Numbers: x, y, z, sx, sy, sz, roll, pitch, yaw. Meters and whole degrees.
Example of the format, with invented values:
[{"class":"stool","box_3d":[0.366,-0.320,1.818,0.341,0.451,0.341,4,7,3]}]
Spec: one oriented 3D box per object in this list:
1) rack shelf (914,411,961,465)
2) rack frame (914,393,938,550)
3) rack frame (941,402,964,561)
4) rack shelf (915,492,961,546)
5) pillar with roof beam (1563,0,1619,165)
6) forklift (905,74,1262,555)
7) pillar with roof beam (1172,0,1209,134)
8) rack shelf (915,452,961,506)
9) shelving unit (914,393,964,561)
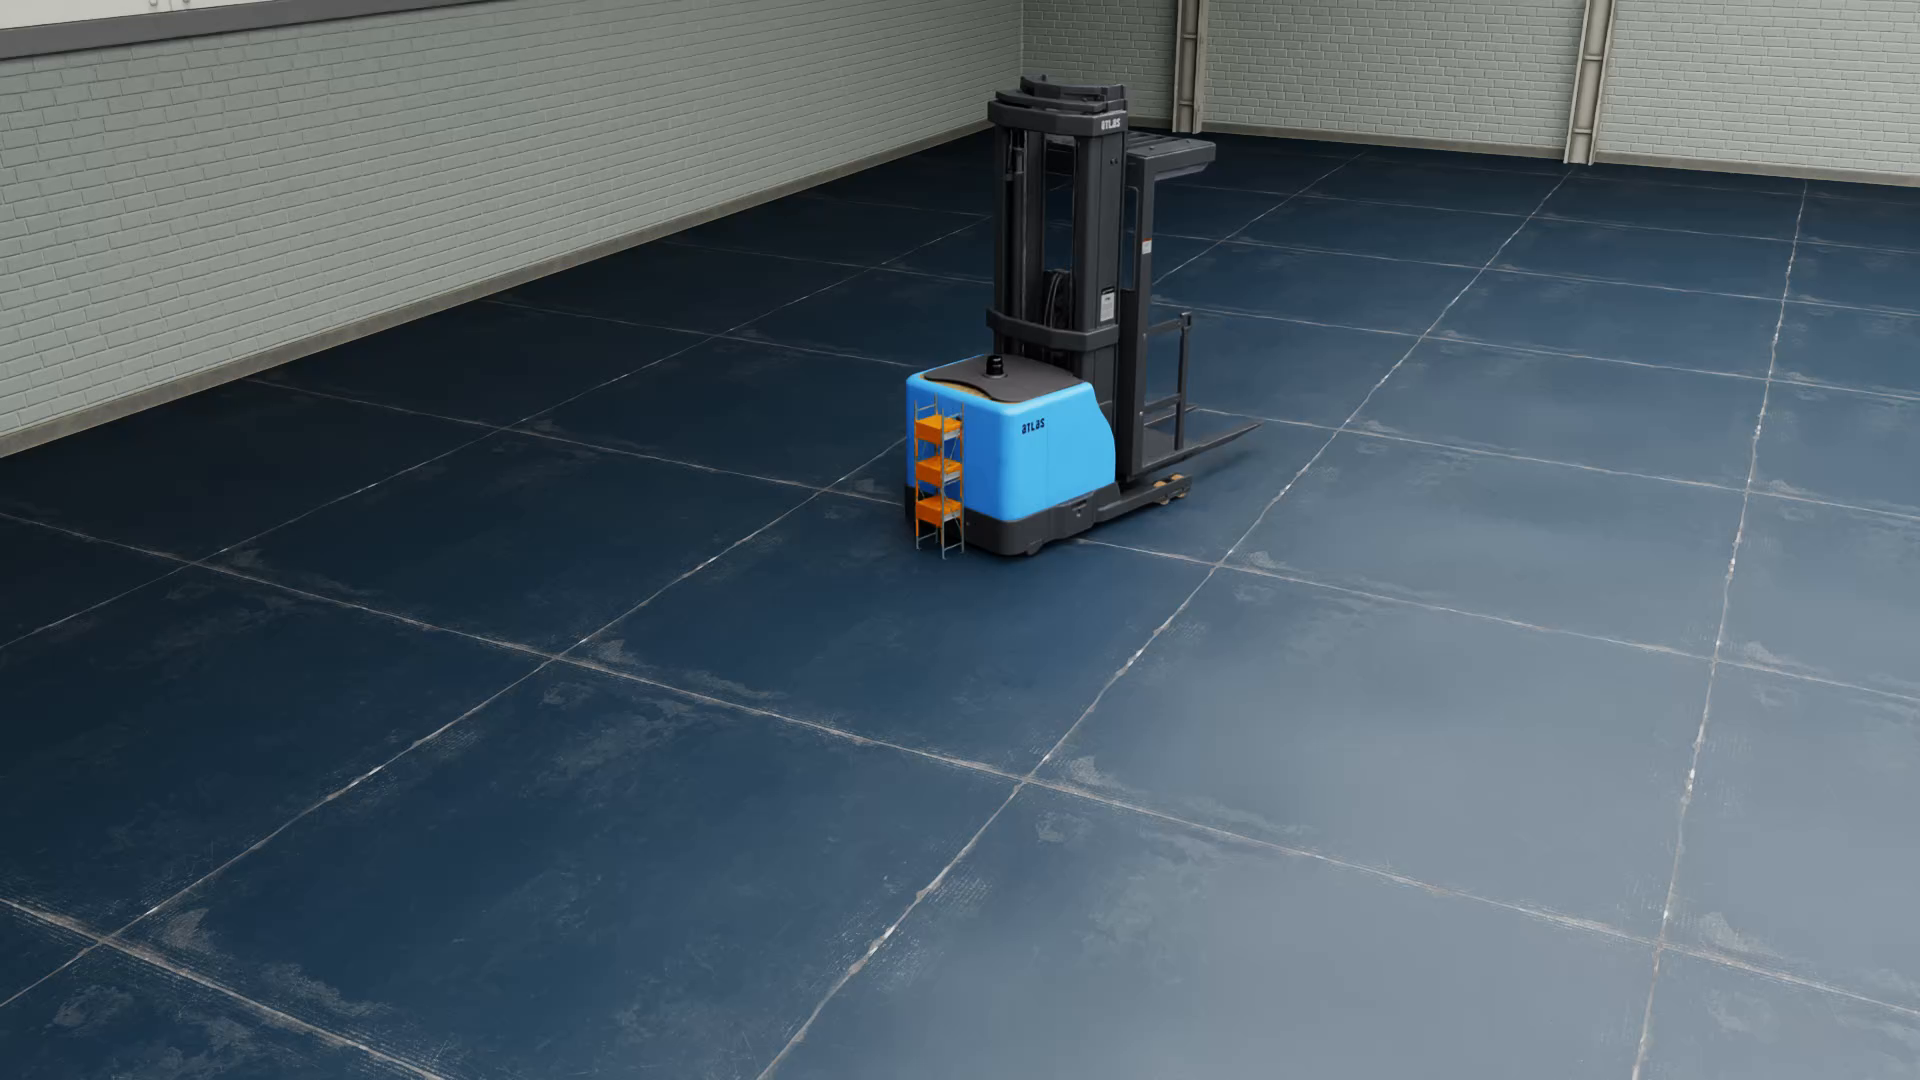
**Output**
[{"class":"rack shelf","box_3d":[-0.134,-0.660,10.762,0.240,0.259,0.215,21,31,40]},{"class":"rack frame","box_3d":[-0.221,-0.442,10.947,0.008,1.050,0.200,21,31,40]},{"class":"rack frame","box_3d":[-0.047,-0.375,10.790,0.008,1.050,0.200,21,31,40]},{"class":"rack shelf","box_3d":[-0.134,-0.143,10.982,0.240,0.259,0.215,21,31,40]},{"class":"pillar with roof beam","box_3d":[7.046,-8.124,18.853,0.400,9.000,9.100,11,25,25]},{"class":"forklift","box_3d":[1.022,-1.726,11.564,3.031,2.935,1.130,-21,31,-40]},{"class":"pillar with roof beam","box_3d":[1.691,-9.183,21.345,0.400,9.000,9.100,11,25,25]},{"class":"rack shelf","box_3d":[-0.134,-0.399,10.873,0.240,0.259,0.215,21,31,40]},{"class":"shelving unit","box_3d":[-0.134,-0.408,10.869,0.252,1.050,0.215,21,31,40]}]
